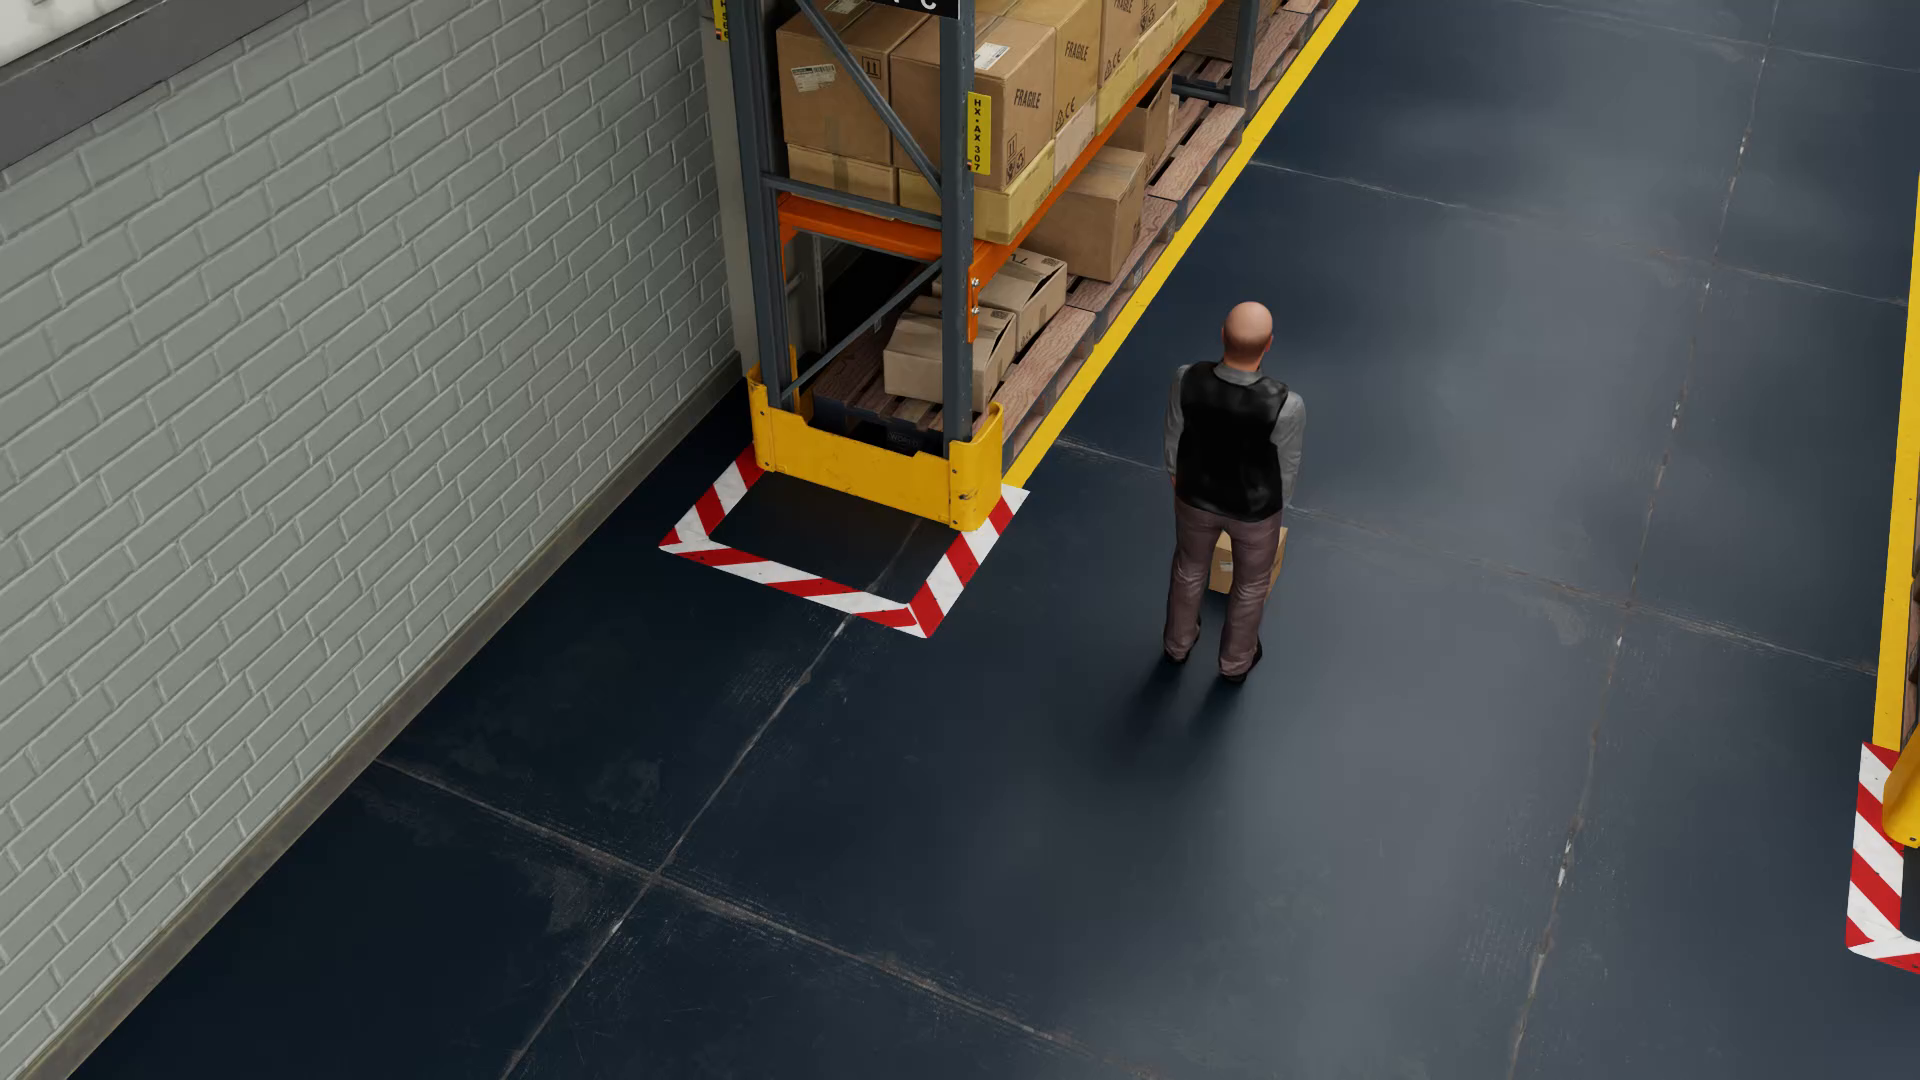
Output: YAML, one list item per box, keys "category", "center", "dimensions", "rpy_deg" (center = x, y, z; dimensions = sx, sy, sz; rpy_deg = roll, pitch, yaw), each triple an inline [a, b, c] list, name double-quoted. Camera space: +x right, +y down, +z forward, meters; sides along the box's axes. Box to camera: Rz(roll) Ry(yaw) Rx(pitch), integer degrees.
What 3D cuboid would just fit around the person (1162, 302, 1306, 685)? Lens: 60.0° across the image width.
- category: "person"
  center: [1.014, -0.168, 6.379]
  dimensions: [0.535, 1.712, 0.353]
  rpy_deg: [18, 45, 19]
